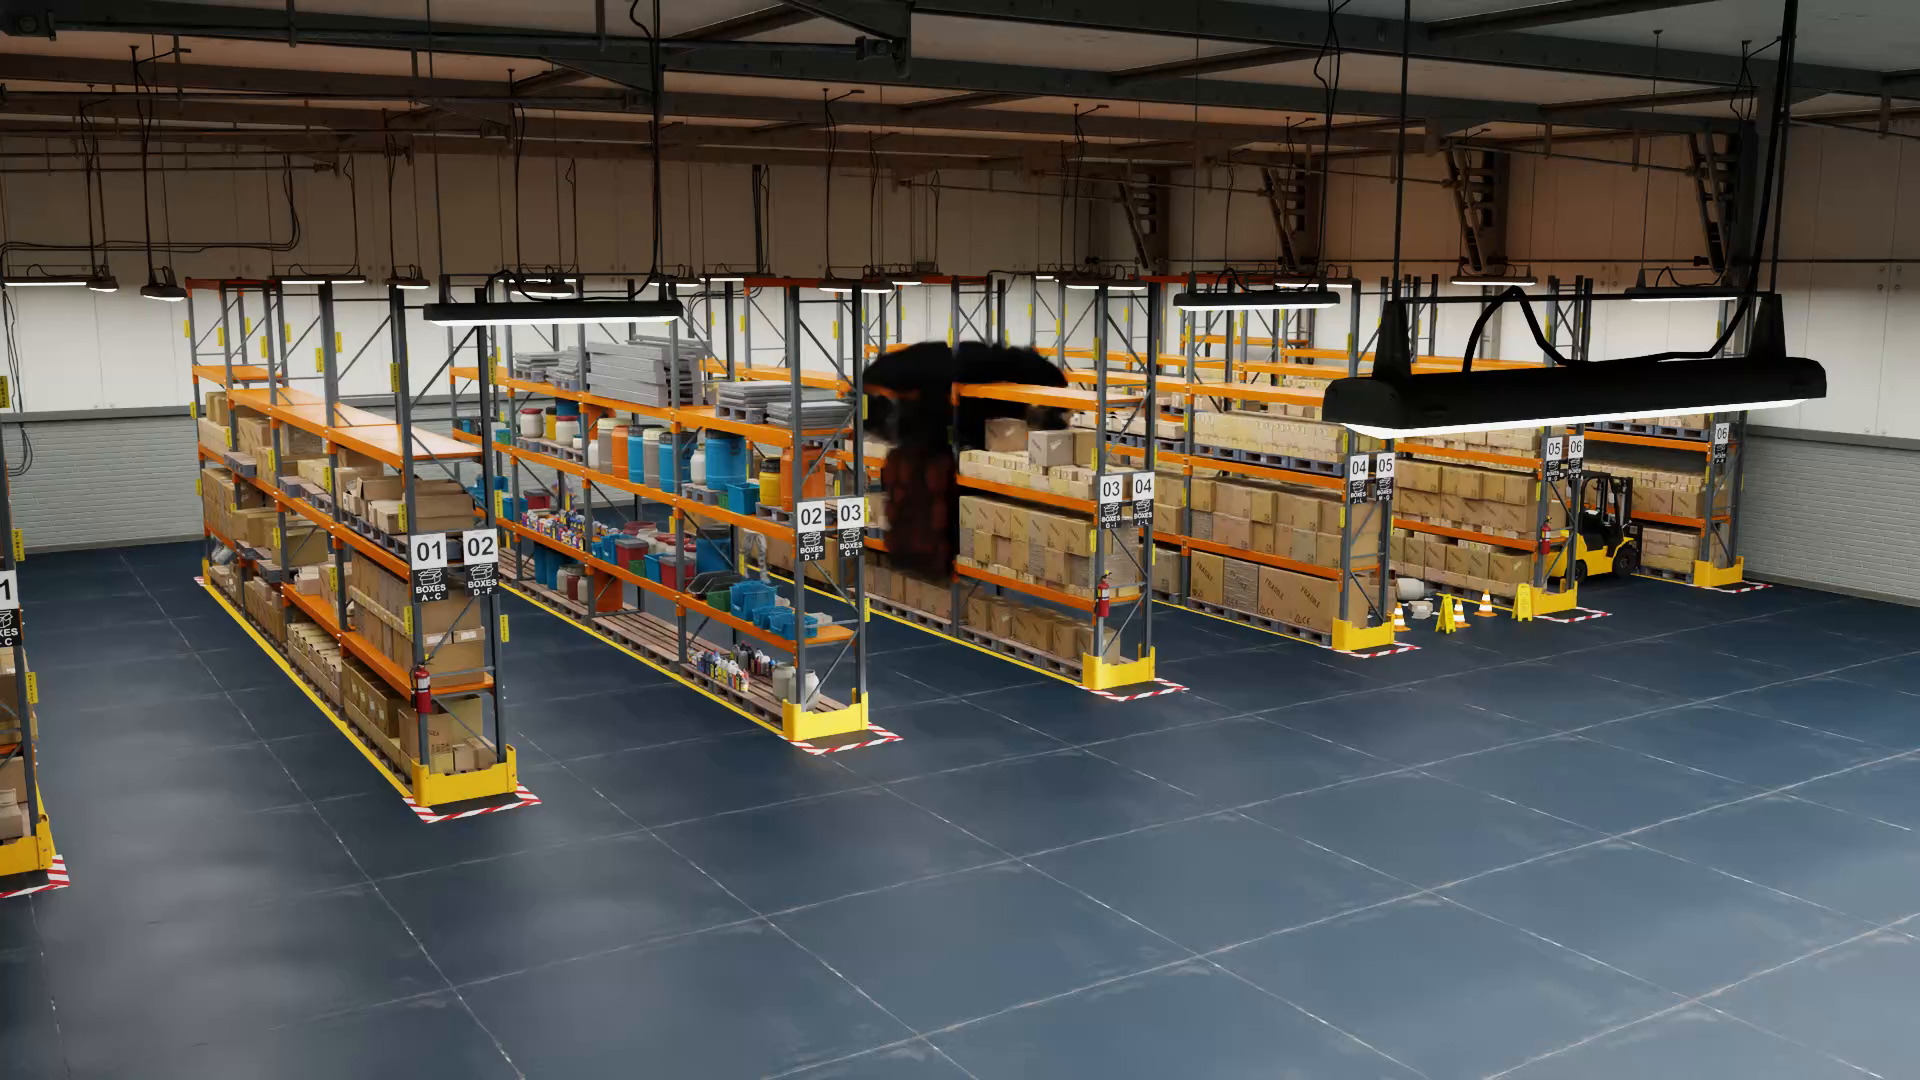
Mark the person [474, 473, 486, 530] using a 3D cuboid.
[{"bbox_3d":[-10.783,-0.697,37.217,0.662,1.694,0.583,-2,10,-13],"label":"person"}]

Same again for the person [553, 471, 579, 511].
[{"bbox_3d":[-9.061,-0.843,38.152,0.959,1.621,0.643,-4,10,-22],"label":"person"}]

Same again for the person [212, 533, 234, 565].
[{"bbox_3d":[-15.129,-0.218,34.054,0.641,1.762,0.734,-5,11,-27],"label":"person"}]

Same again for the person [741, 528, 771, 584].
[{"bbox_3d":[-3.926,-0.124,31.851,0.703,1.839,0.824,-8,12,-39],"label":"person"}]
